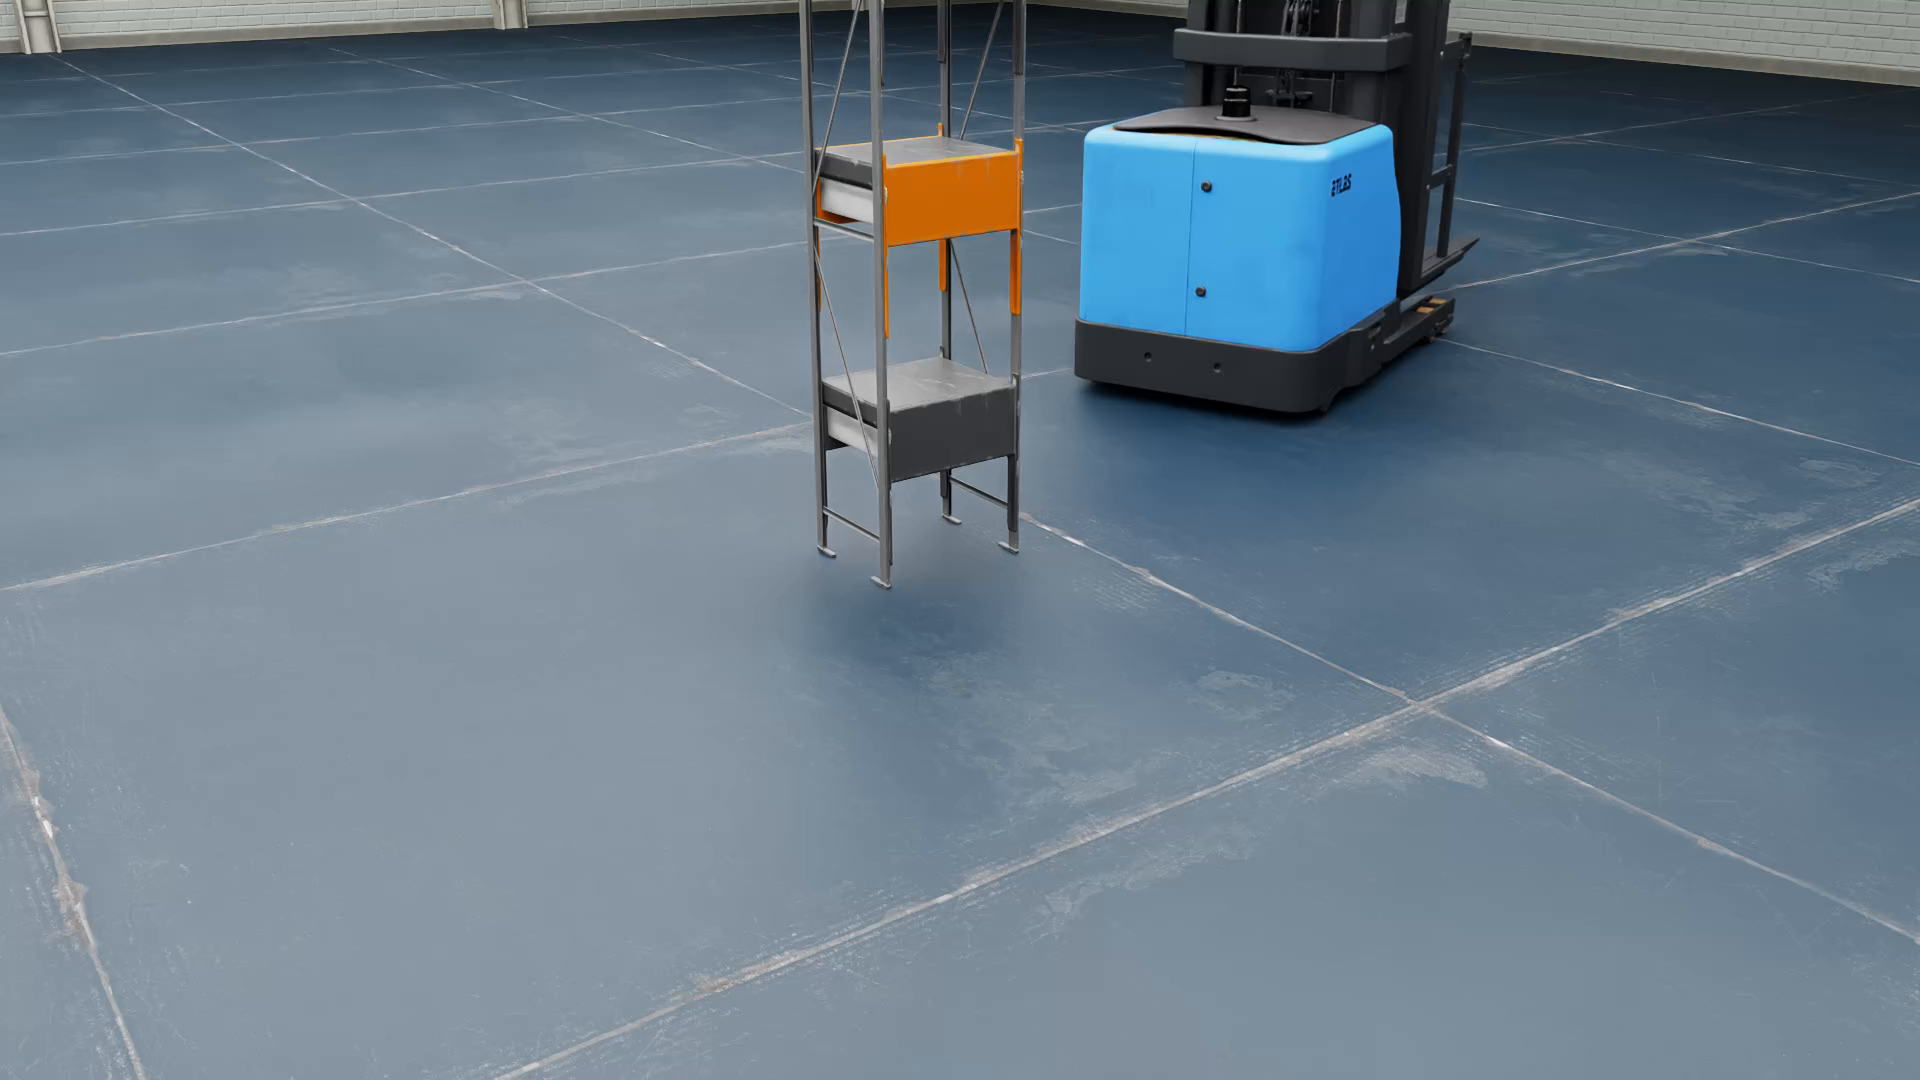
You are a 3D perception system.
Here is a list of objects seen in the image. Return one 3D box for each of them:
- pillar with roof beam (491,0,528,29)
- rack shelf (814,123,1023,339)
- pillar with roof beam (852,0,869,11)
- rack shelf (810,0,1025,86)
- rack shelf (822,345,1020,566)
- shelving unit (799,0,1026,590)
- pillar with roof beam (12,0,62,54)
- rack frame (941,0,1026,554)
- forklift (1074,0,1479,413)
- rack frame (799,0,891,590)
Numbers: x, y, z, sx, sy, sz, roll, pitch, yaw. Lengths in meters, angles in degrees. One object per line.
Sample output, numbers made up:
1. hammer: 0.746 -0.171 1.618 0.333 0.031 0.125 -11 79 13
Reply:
1. pillar with roof beam: -3.872 -10.168 18.735 0.400 9.000 9.100 -15 26 -33
2. rack shelf: -0.134 -0.927 4.922 0.480 0.518 0.431 -15 26 -33
3. pillar with roof beam: 0.998 -11.466 21.990 0.400 9.000 9.100 -15 26 -33
4. rack shelf: -0.134 -1.577 4.663 0.480 0.518 0.431 -15 26 -33
5. rack shelf: -0.134 -0.277 5.182 0.480 0.518 0.431 -15 26 -33
6. shelving unit: -0.134 -0.939 4.917 0.503 2.100 0.431 -15 26 -33
7. pillar with roof beam: -8.743 -8.869 15.481 0.400 9.000 9.100 -15 26 -33
8. rack frame: 0.064 -0.992 5.050 0.015 2.100 0.400 -15 26 -33
9. forklift: 1.676 -2.352 7.336 1.130 2.935 3.031 13 25 29
10. rack frame: -0.332 -0.887 4.785 0.015 2.100 0.400 -15 26 -33
